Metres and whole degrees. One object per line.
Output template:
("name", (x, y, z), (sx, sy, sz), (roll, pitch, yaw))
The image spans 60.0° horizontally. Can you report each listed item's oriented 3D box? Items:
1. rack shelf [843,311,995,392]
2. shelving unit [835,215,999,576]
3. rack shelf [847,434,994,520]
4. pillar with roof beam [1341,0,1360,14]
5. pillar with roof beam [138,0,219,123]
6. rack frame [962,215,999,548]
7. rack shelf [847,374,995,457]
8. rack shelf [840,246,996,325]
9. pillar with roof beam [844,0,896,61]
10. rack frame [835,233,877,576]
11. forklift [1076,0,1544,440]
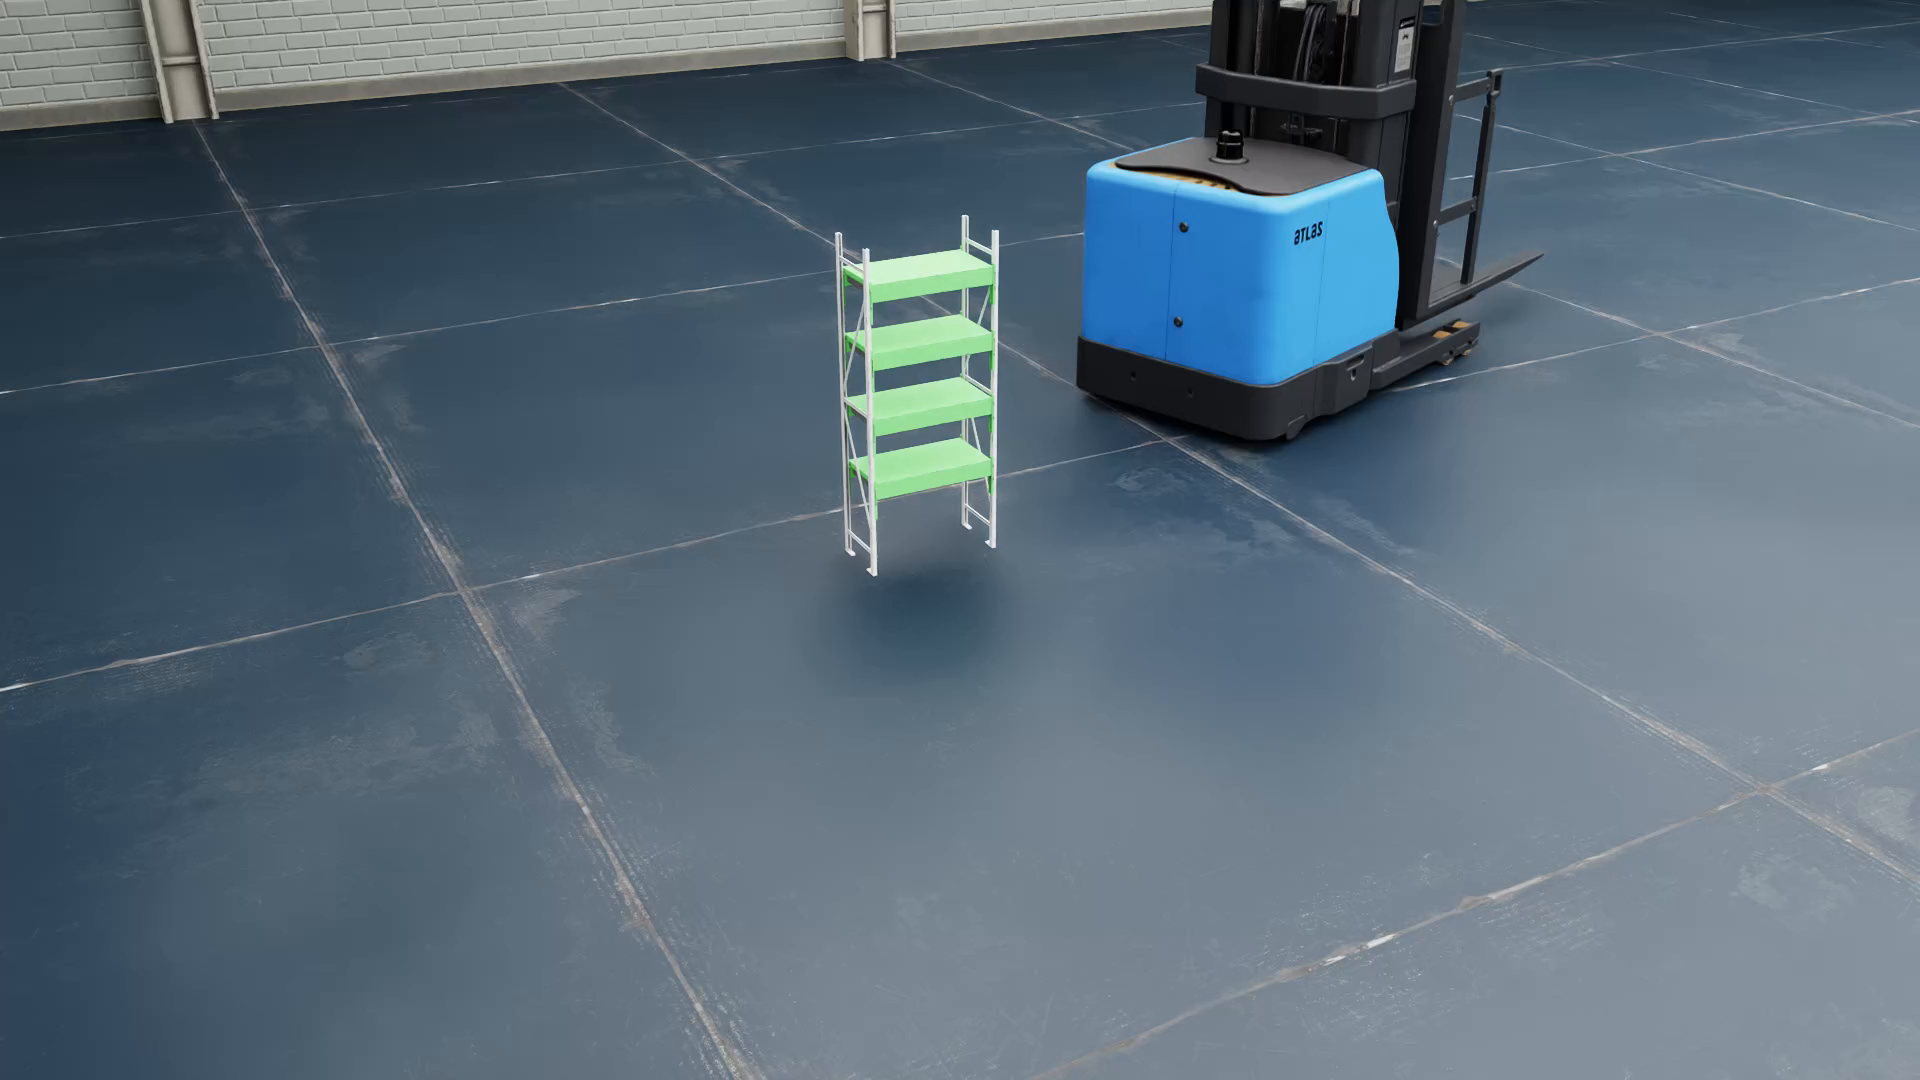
("rack shelf", (-0.146, -0.666, 5.844), (0.480, 0.148, 0.258), (-13, 29, -25))
("shelving unit", (-0.146, -0.507, 5.920), (0.503, 1.200, 0.258), (-13, 29, -25))
("rack shelf", (-0.146, -0.233, 6.052), (0.480, 0.148, 0.258), (-13, 29, -25))
("pillar with roof beam", (6.470, -8.232, 12.999), (0.400, 9.000, 9.100), (-13, 29, -25))
("pillar with roof beam", (-4.119, -5.788, 7.909), (0.400, 9.000, 9.100), (-13, 29, -25))
("rack frame", (0.069, -0.557, 6.024), (0.015, 1.200, 0.240), (-13, 29, -25))
("rack shelf", (-0.146, -0.450, 5.948), (0.480, 0.148, 0.258), (-13, 29, -25))
("rack shelf", (-0.146, -0.882, 5.740), (0.480, 0.148, 0.258), (-13, 29, -25))
("pillar with roof beam", (1.175, -7.010, 10.454), (0.400, 9.000, 9.100), (-13, 29, -25))
("rack frame", (-0.361, -0.457, 5.817), (0.015, 1.200, 0.240), (-13, 29, -25))
("forklift", (1.891, -2.290, 7.634), (1.130, 2.935, 3.031), (21, 33, 37))
